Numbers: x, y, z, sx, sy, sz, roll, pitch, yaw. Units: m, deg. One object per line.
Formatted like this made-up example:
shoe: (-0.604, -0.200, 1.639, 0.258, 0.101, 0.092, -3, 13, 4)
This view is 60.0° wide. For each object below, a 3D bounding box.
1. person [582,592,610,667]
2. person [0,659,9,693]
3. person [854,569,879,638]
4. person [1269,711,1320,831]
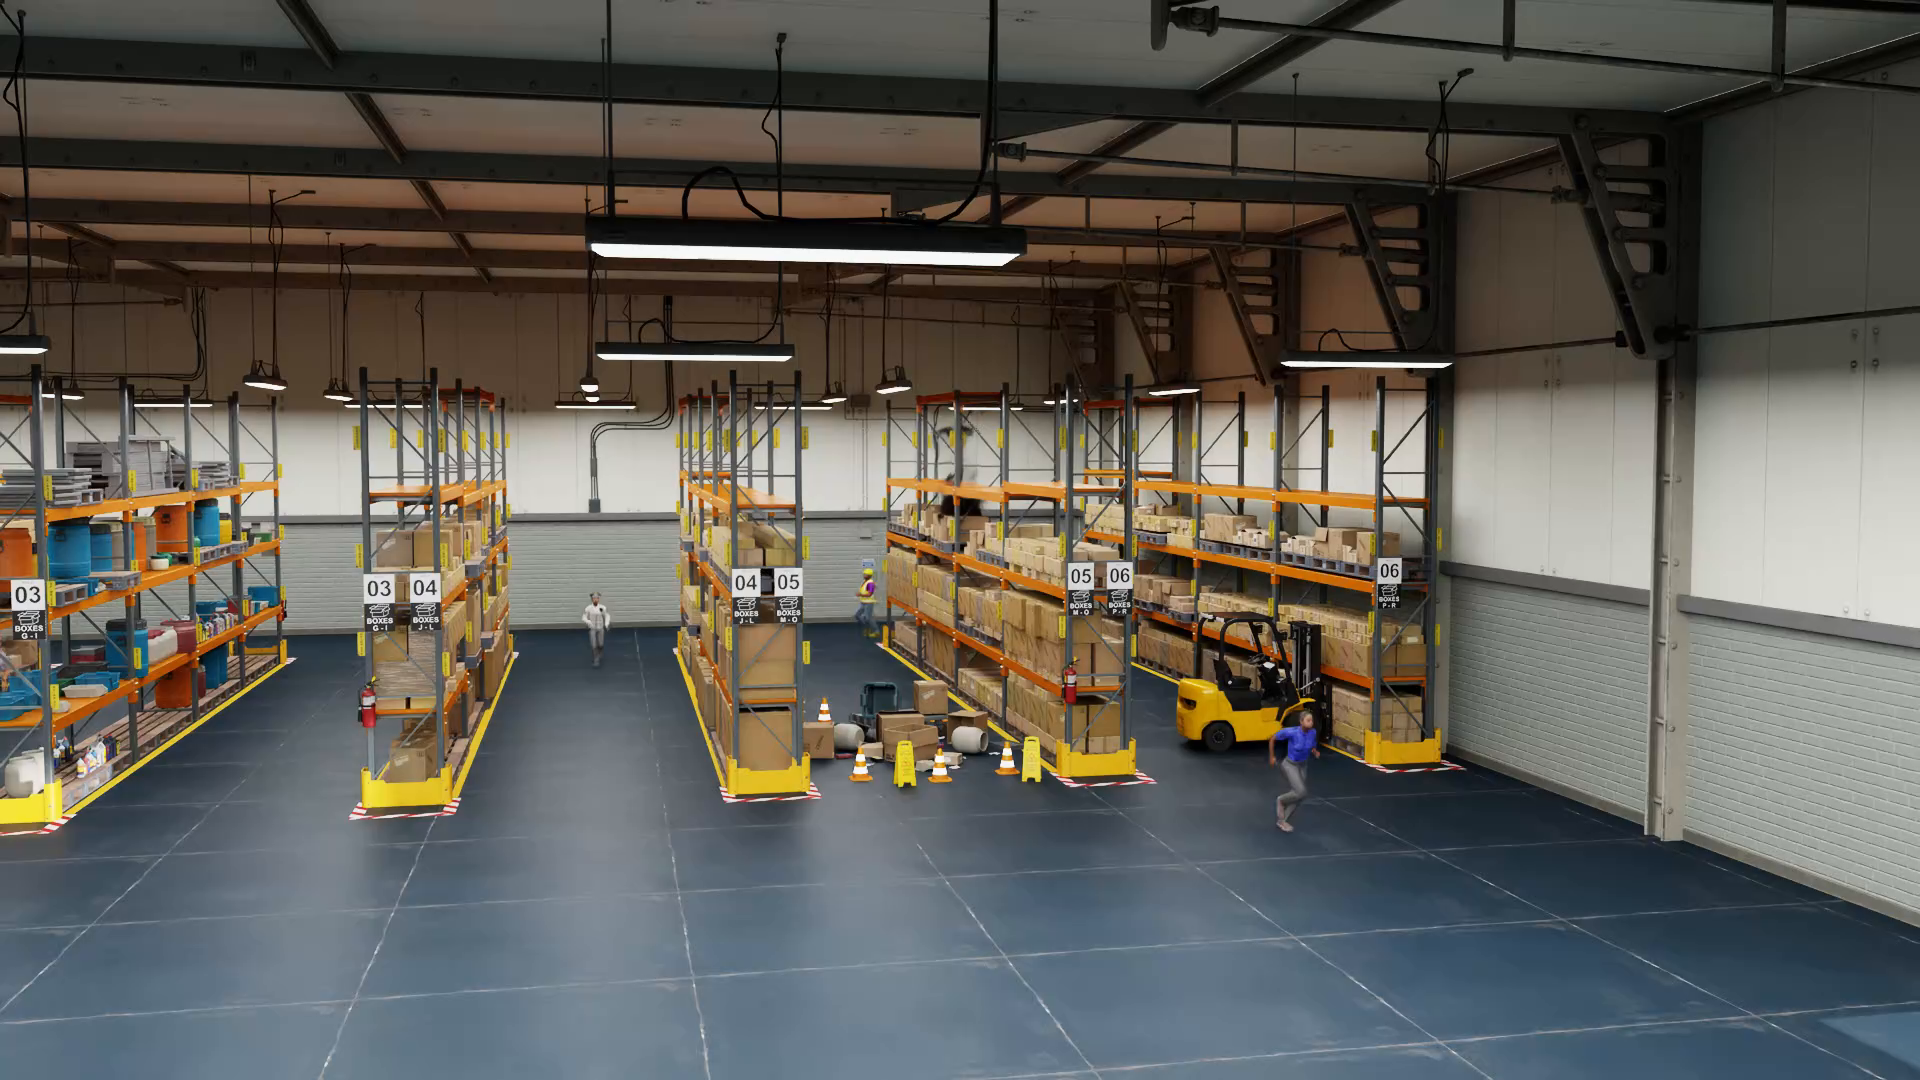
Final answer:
person: (-8.080, 1.984, 36.965, 0.612, 1.658, 0.548, -1, 4, -14)
person: (-16.337, 2.542, 27.915, 0.599, 1.608, 0.531, -1, 4, -18)
person: (-2.387, 1.612, 42.215, 0.696, 1.768, 0.675, -2, 4, -28)
person: (4.321, 2.954, 21.265, 0.561, 1.578, 0.699, -2, 4, -32)
